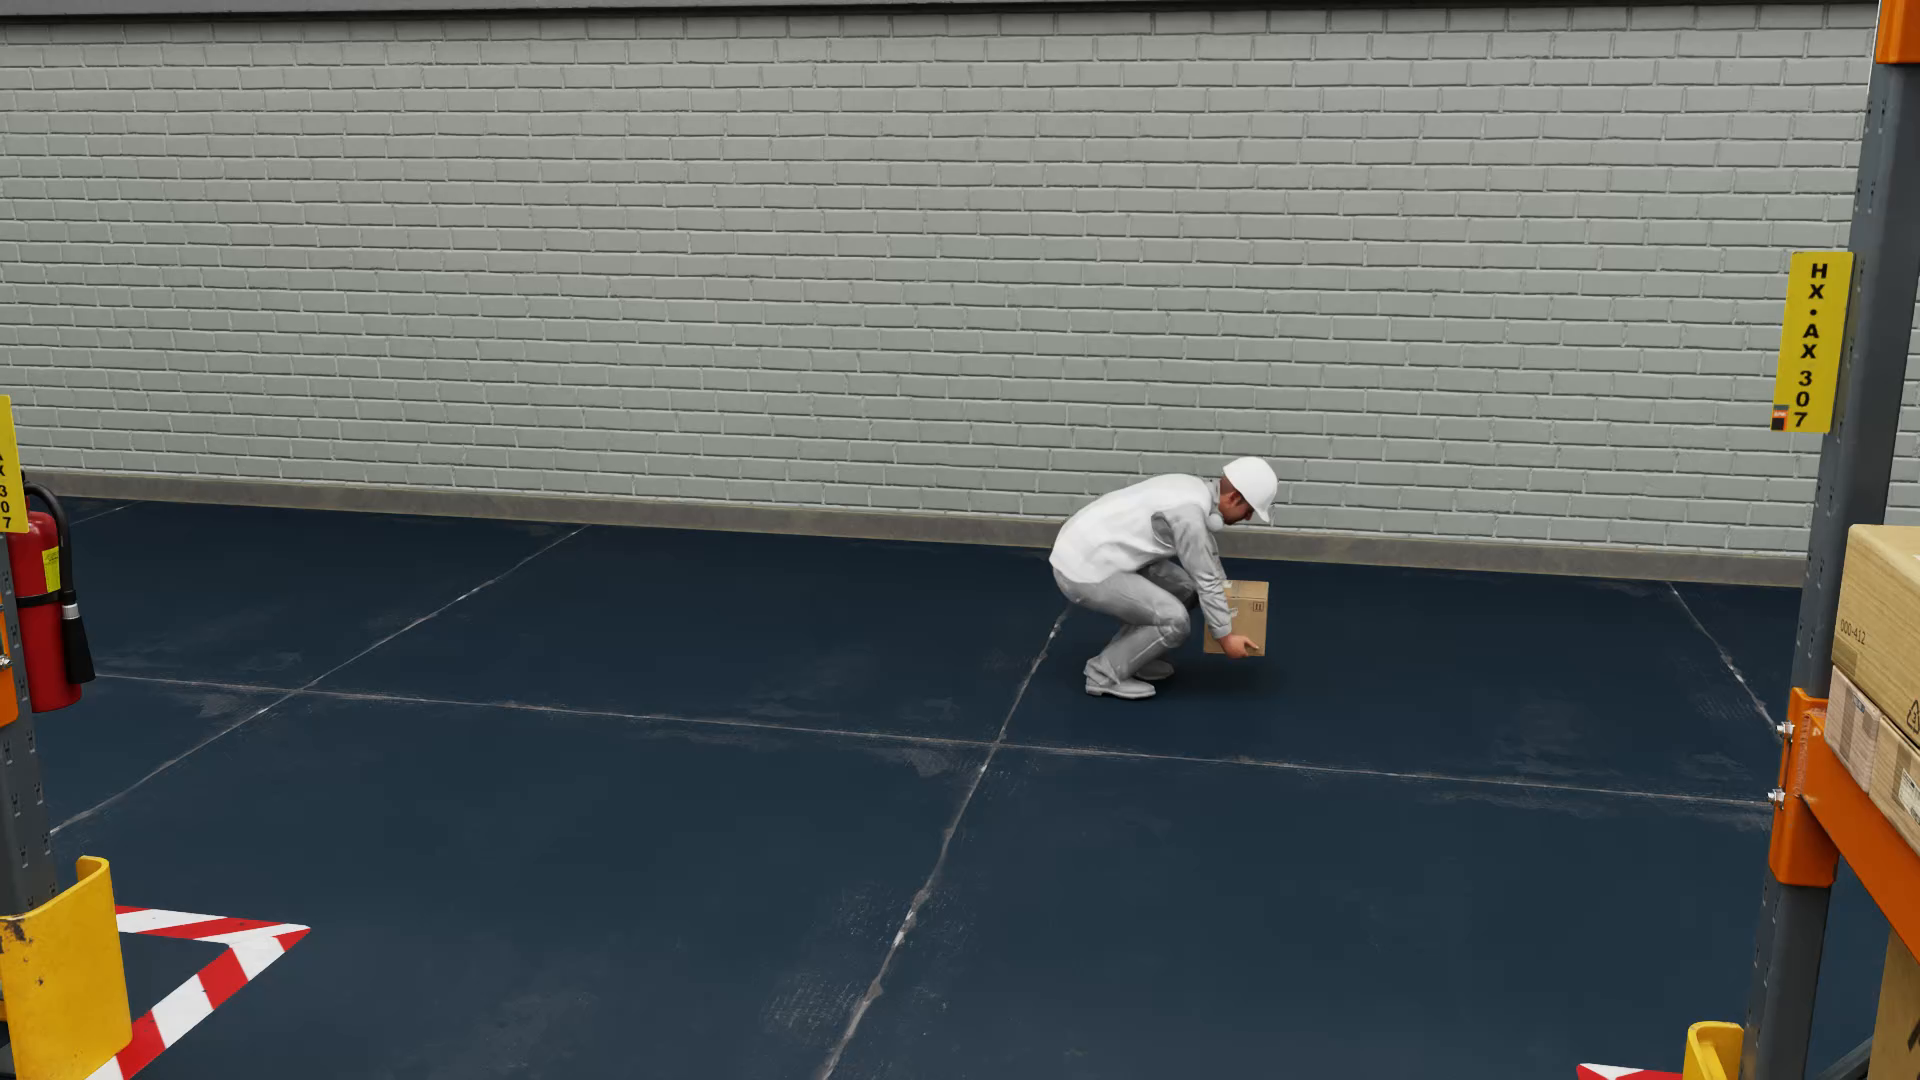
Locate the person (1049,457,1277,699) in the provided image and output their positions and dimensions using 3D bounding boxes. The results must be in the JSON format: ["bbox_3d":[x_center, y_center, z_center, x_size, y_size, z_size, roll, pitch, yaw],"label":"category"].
[{"bbox_3d":[0.842,0.142,6.966,0.920,1.001,0.511,3,15,10],"label":"person"}]
